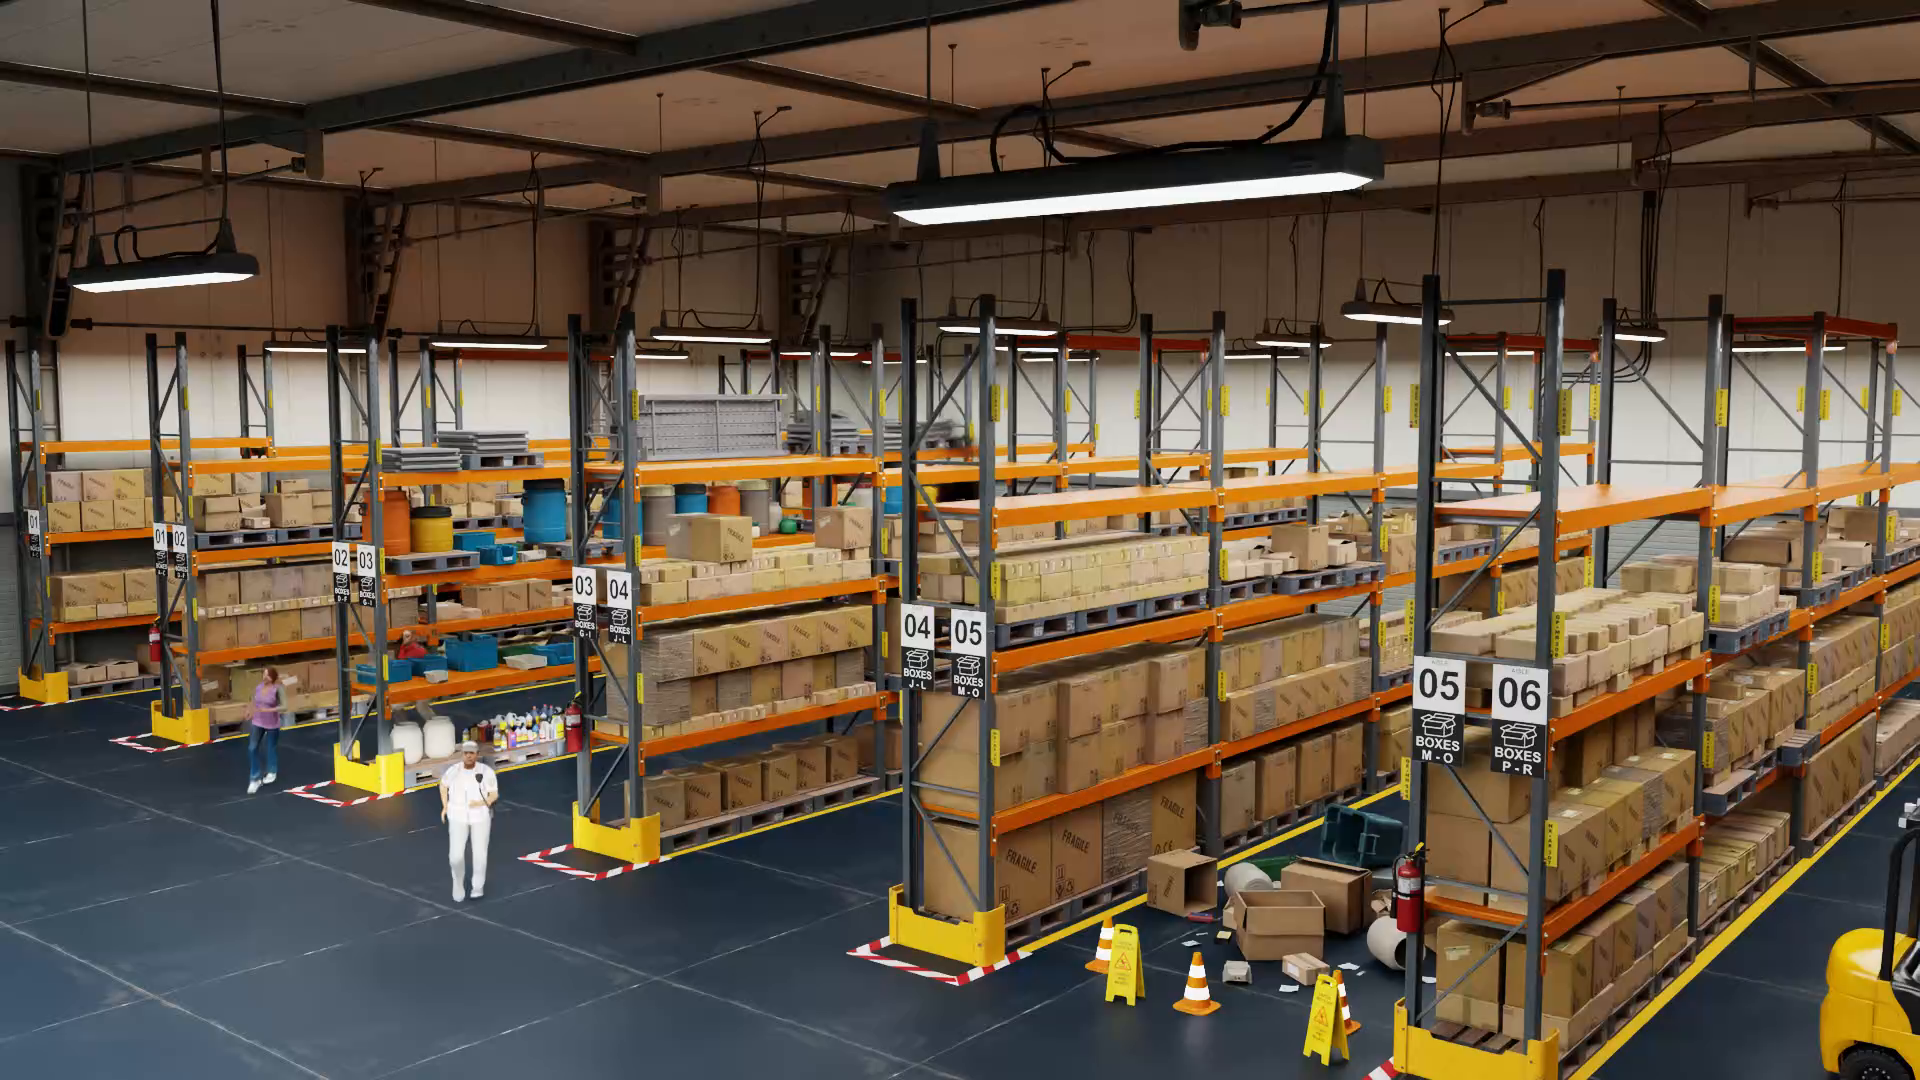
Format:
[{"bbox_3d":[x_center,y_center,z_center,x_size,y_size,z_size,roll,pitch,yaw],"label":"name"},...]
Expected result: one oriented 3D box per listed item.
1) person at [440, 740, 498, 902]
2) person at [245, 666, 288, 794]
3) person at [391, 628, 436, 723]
[{"bbox_3d":[-4.946,2.836,16.747,0.586,1.642,0.643,-1,5,-13],"label":"person"},{"bbox_3d":[-8.976,2.446,21.573,0.570,1.631,0.615,-1,5,-6],"label":"person"},{"bbox_3d":[-7.948,2.158,24.222,0.573,1.777,0.882,2,6,22],"label":"person"}]
